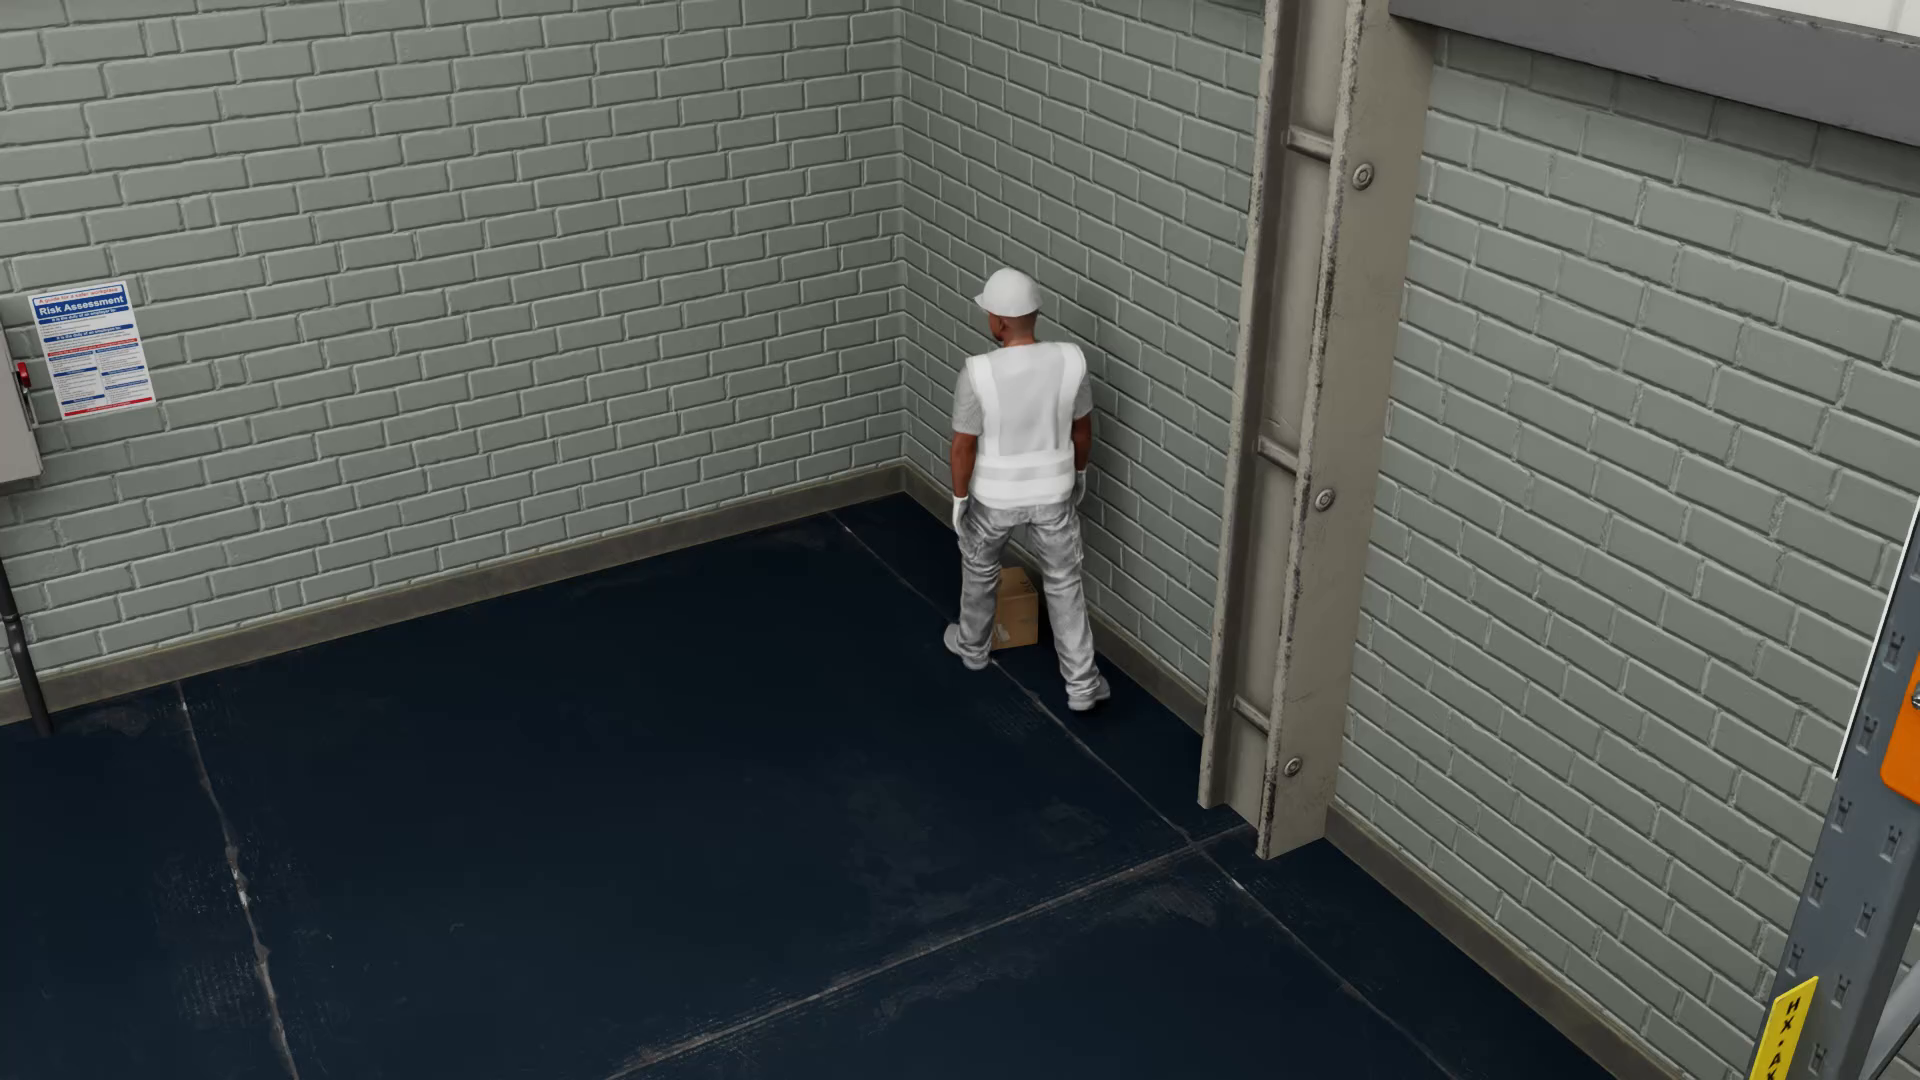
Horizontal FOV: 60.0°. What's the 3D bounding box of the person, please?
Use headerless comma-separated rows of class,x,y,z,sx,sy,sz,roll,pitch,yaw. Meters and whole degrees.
person,0.260,-0.207,6.497,0.641,1.772,0.759,-6,29,-11
